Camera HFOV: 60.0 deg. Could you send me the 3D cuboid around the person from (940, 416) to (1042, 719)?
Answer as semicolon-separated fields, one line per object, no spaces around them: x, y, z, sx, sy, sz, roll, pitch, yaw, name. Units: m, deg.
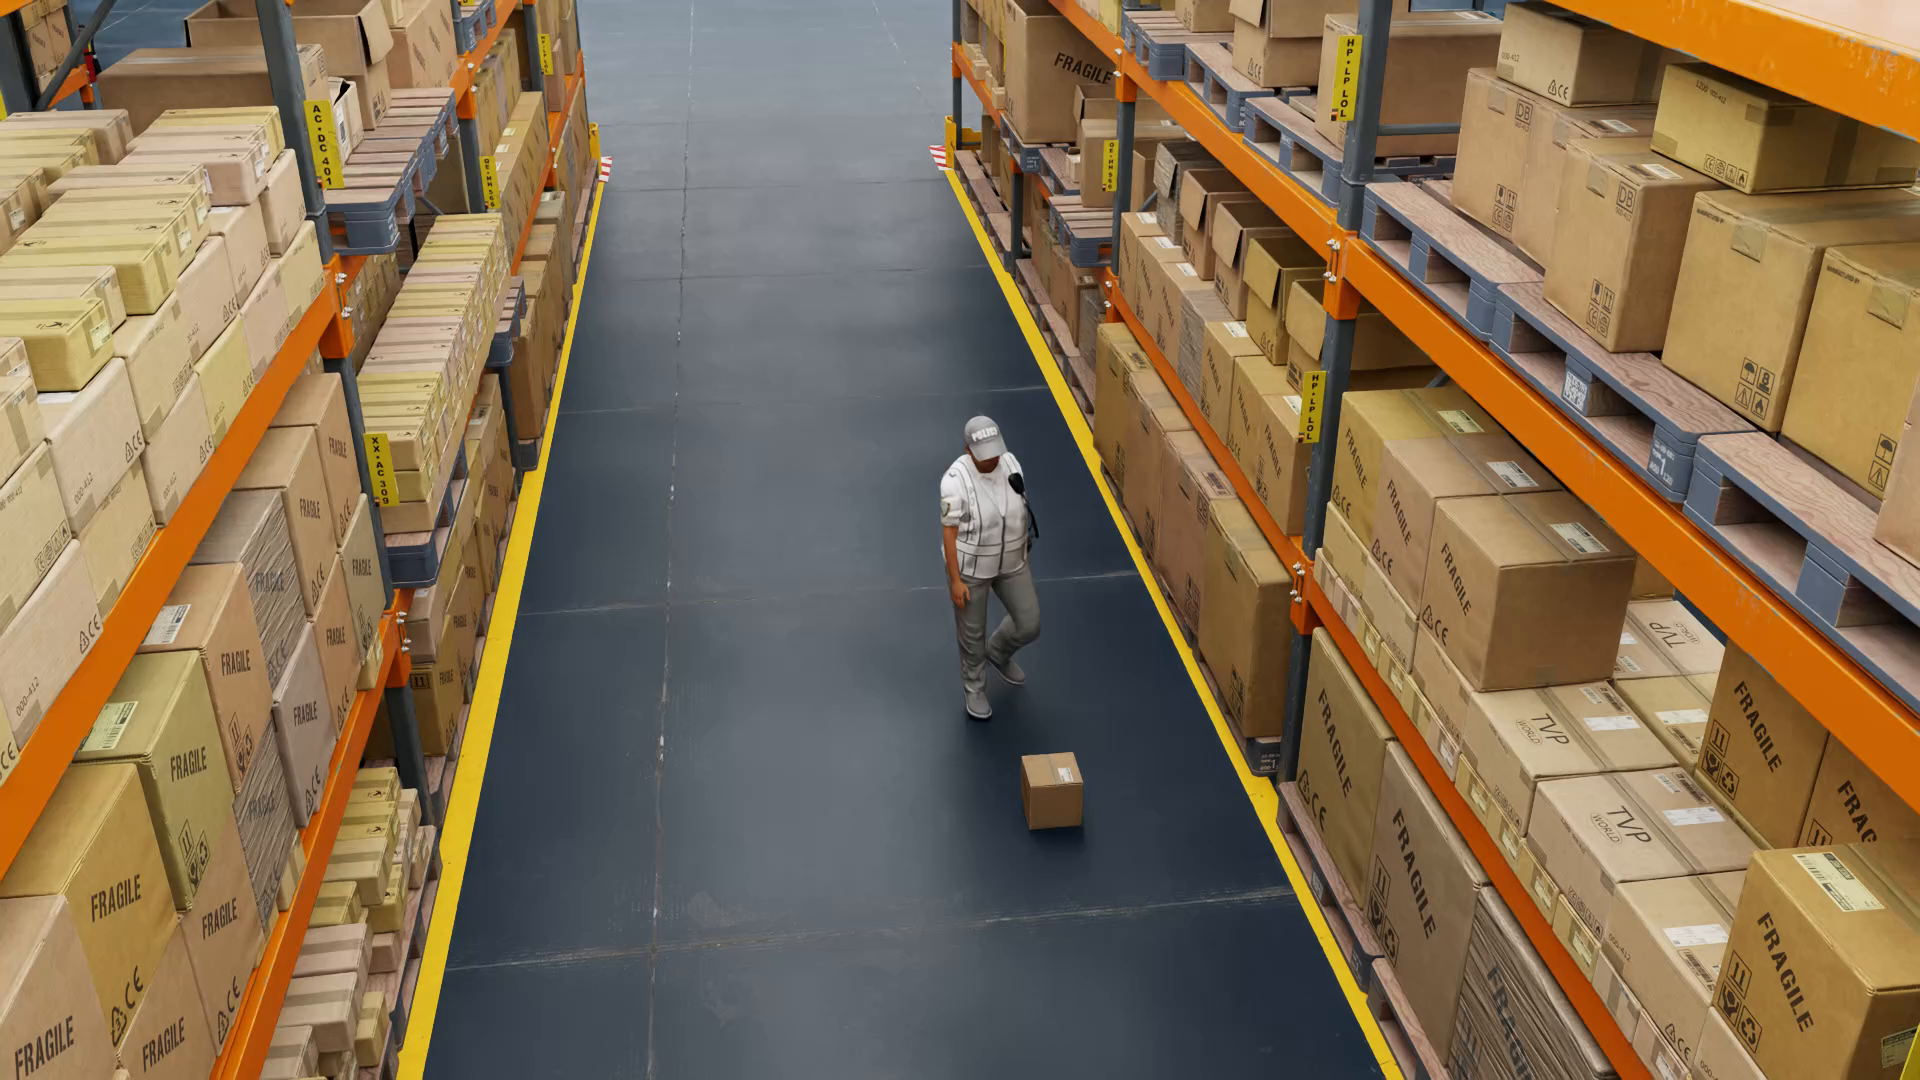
0.141;0.114;8.355;0.535;1.654;0.482;-12;30;-21;person
